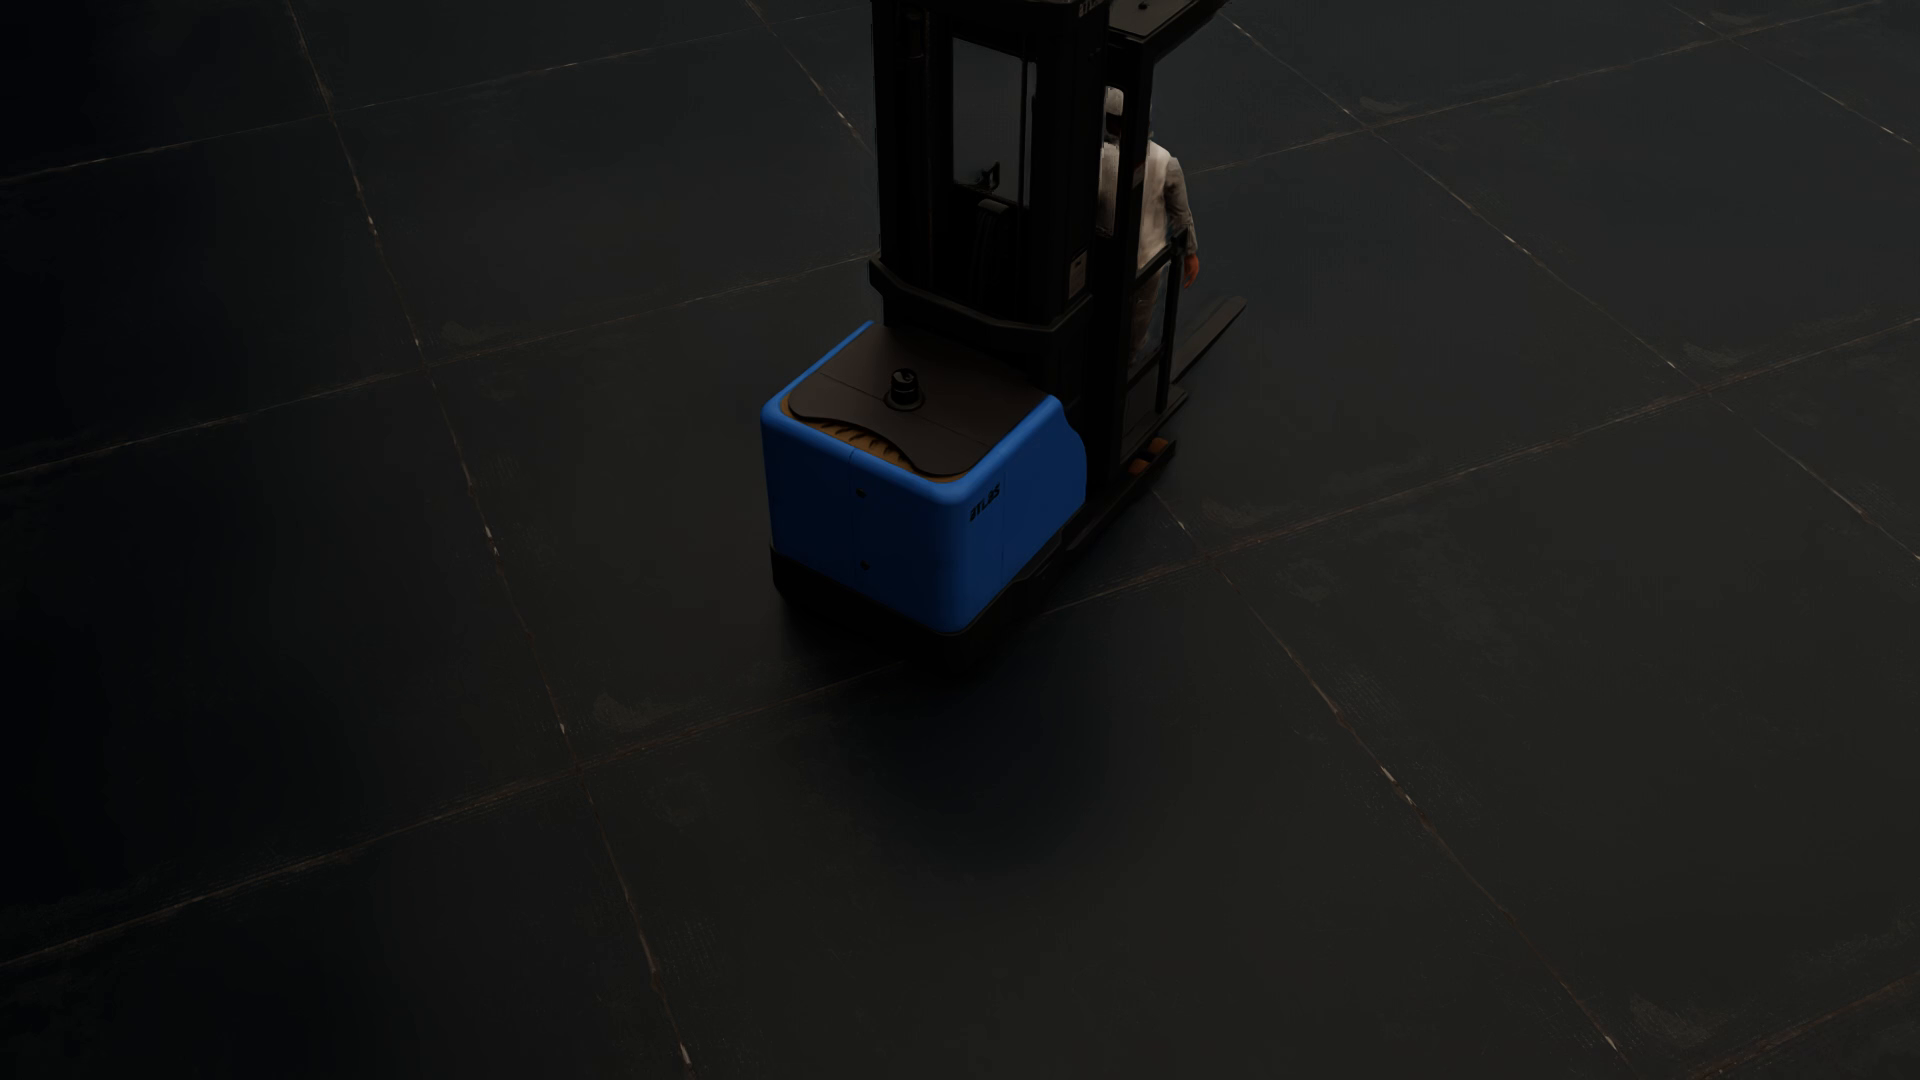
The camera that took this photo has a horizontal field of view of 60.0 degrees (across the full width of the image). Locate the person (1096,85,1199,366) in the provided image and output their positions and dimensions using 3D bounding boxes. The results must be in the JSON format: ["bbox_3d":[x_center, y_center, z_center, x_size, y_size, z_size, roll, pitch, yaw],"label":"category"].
[{"bbox_3d":[0.784,-1.456,8.069,0.740,1.730,0.746,0,43,0],"label":"person"}]

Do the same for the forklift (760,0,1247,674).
[{"bbox_3d":[0.405,-1.470,7.255,1.130,2.935,3.031,25,49,24],"label":"forklift"}]
